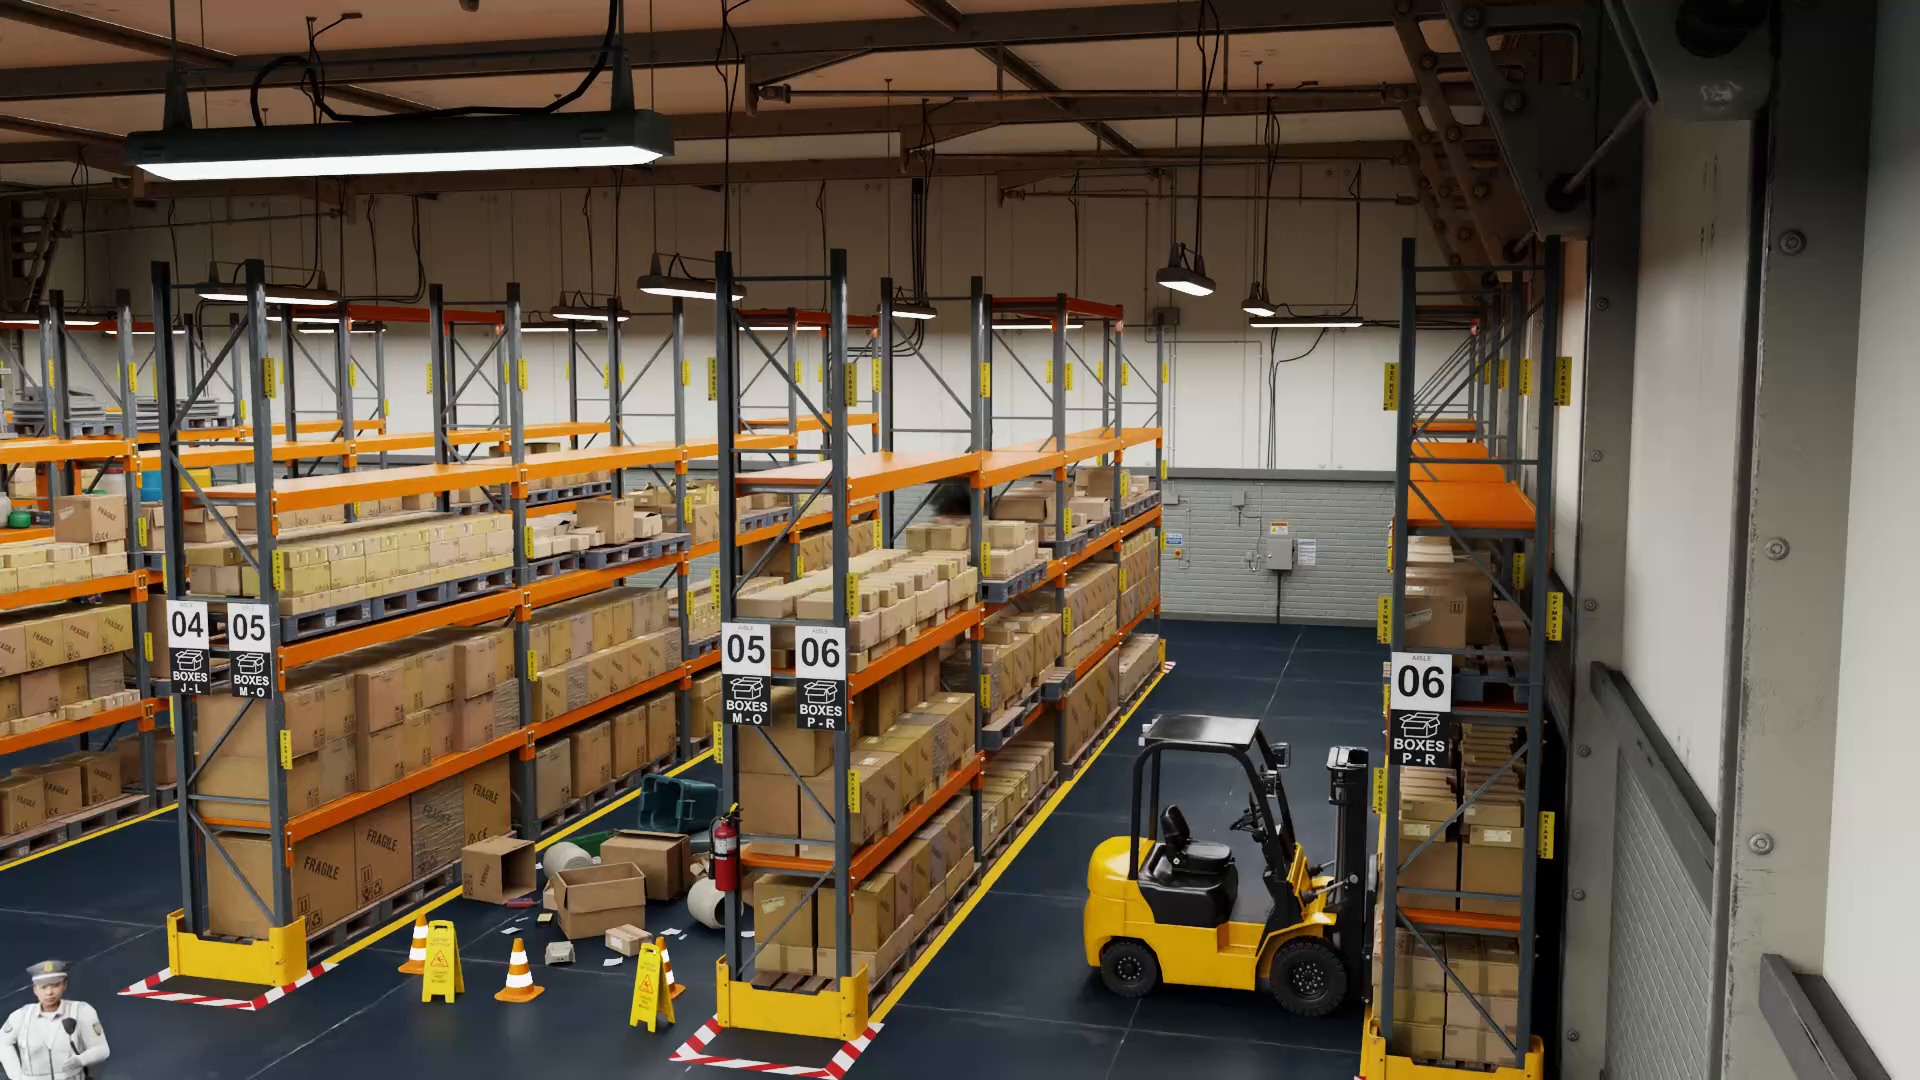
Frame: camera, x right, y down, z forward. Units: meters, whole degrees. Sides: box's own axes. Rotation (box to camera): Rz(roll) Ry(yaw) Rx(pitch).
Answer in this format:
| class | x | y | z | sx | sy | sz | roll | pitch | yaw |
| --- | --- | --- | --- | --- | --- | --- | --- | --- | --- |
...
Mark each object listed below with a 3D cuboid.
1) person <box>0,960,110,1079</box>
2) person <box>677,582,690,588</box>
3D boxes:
| class | x | y | z | sx | sy | sz | roll | pitch | yaw |
| --- | --- | --- | --- | --- | --- | --- | --- | --- | --- |
| person | -5.297 | 3.302 | 9.739 | 0.593 | 1.747 | 0.709 | -3 | 7 | -29 |
| person | -4.414 | 1.491 | 27.154 | 0.615 | 1.670 | 0.838 | 2 | 6 | 19 |
